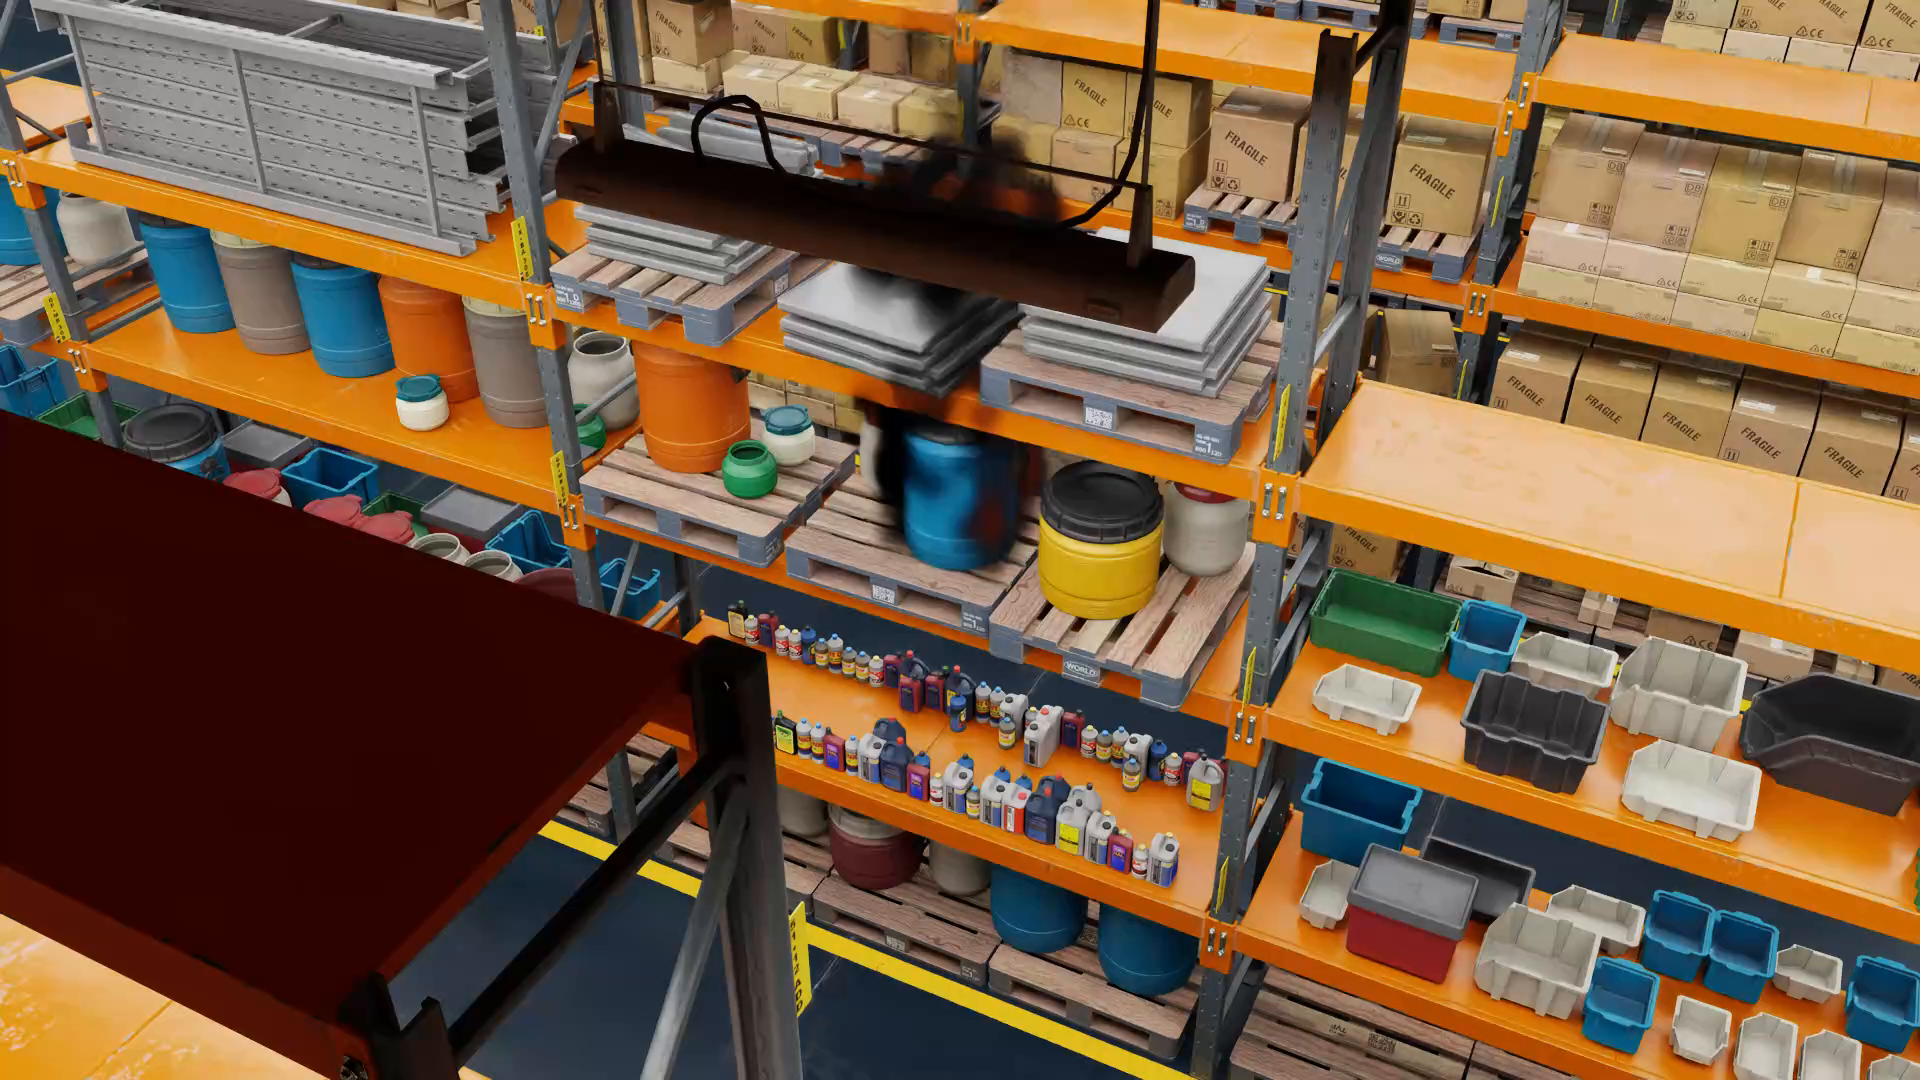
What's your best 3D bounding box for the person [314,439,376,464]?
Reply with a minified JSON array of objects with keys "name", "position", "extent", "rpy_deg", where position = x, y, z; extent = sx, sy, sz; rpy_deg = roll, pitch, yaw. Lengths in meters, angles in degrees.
[{"name":"person","position":[-4.807,-0.577,13.268],"extent":[0.777,1.704,0.547],"rpy_deg":[11,37,16]}]
